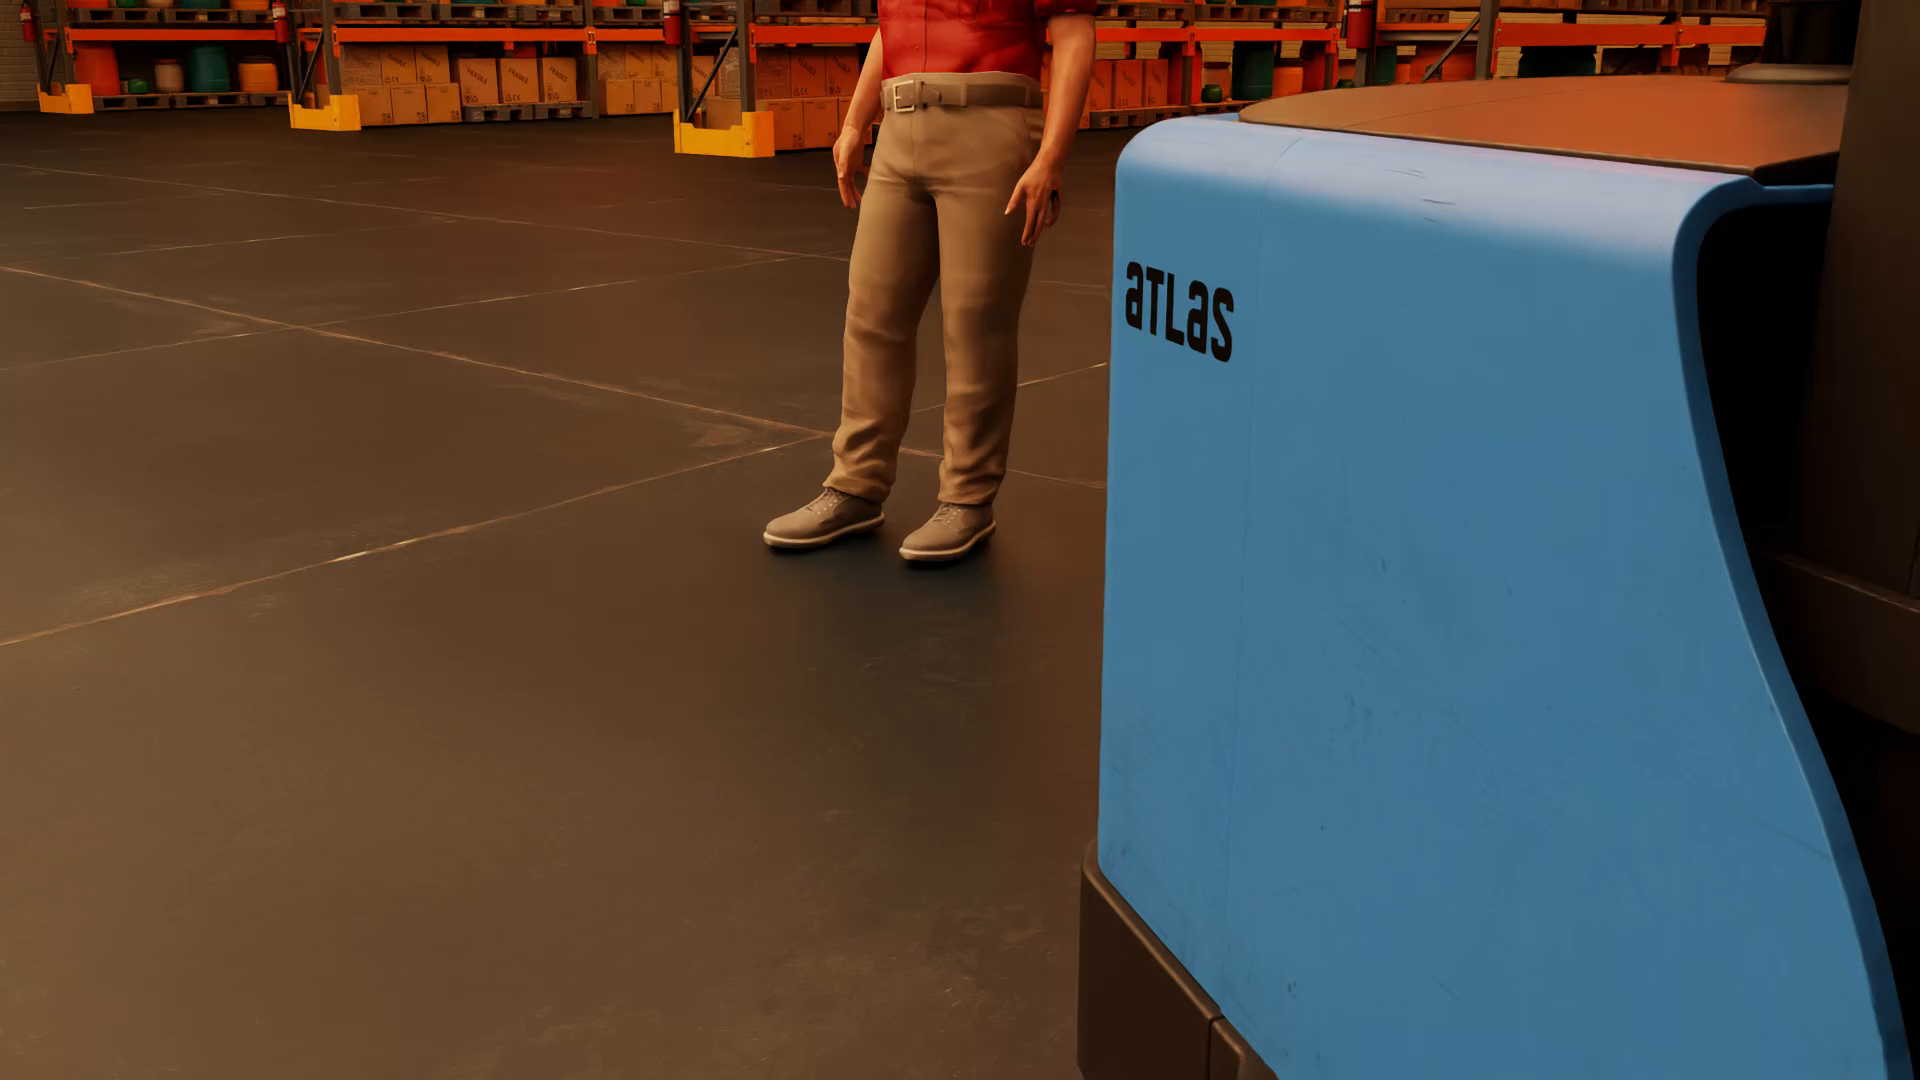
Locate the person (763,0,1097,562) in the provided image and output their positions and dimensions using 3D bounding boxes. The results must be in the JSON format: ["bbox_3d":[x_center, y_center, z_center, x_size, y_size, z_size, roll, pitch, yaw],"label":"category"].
[{"bbox_3d":[-0.067,-0.816,3.630,0.640,1.727,0.551,13,21,37],"label":"person"}]

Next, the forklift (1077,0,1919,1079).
[{"bbox_3d":[1.085,-0.417,0.270,1.130,2.935,3.031,-6,18,-18],"label":"forklift"}]
